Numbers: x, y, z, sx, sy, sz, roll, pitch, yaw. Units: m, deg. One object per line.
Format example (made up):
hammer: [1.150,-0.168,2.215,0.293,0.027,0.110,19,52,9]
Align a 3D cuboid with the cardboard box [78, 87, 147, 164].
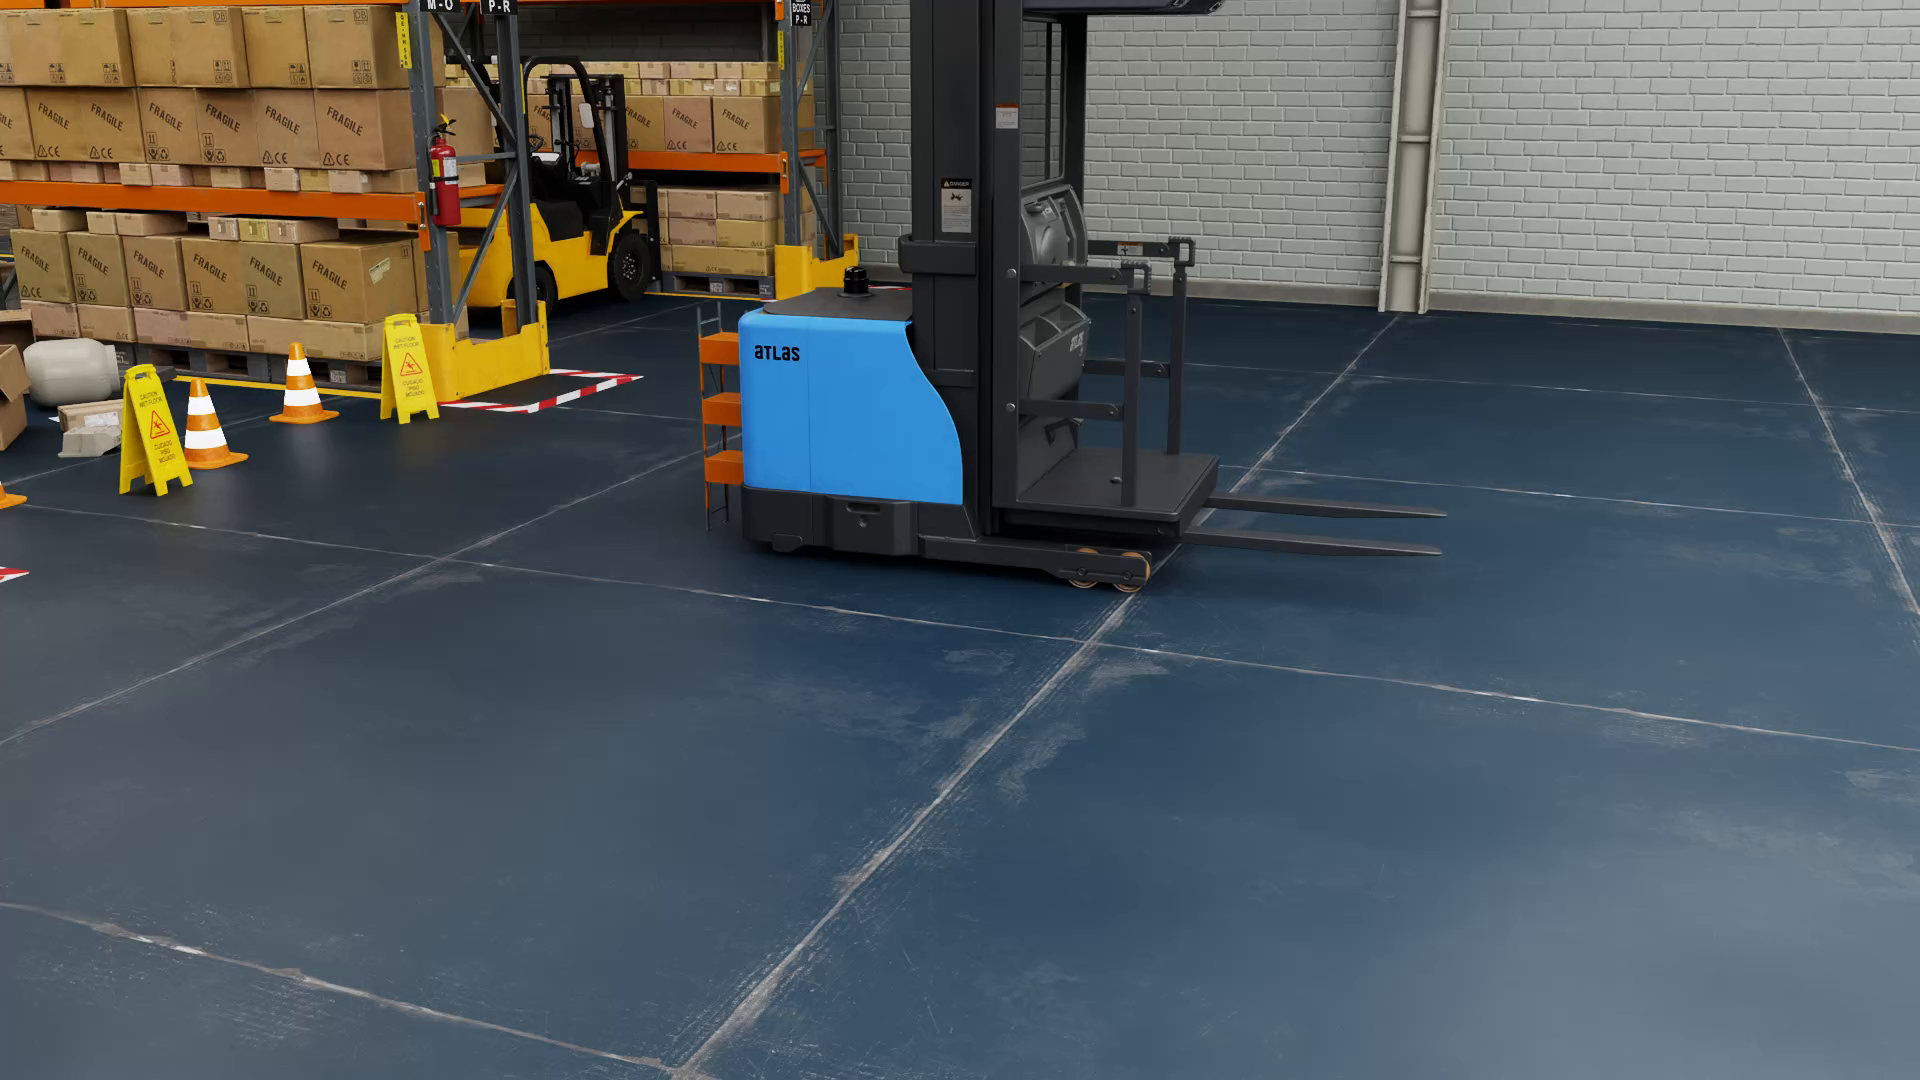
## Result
cardboard box: [-5.654,-2.870,11.467,0.500,0.500,0.500,6,17,20]

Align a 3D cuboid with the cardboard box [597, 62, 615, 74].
cardboard box: [-3.200,-4.415,15.625,0.250,0.149,0.380,7,17,21]

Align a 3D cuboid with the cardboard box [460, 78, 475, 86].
cardboard box: [-4.640,-4.417,16.165,0.250,0.149,0.380,7,17,22]

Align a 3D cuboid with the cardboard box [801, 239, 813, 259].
cardboard box: [-1.745,-2.757,15.970,0.500,0.250,0.500,6,17,21]

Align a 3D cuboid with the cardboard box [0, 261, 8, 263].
cardboard box: [-8.058,-1.962,13.012,0.625,0.372,0.950,7,18,24]

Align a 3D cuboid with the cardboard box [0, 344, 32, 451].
cardboard box: [-5.741,-0.812,9.567,0.637,0.503,0.797,-5,17,-18]

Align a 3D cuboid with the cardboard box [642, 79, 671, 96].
cardboard box: [-2.745,-4.202,15.424,0.250,0.149,0.380,6,17,19]

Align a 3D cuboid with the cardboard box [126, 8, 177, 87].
cardboard box: [-5.126,-3.320,11.225,0.500,0.500,0.700,6,17,20]

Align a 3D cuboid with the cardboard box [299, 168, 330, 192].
cardboard box: [-4.111,-2.379,10.937,0.250,0.149,0.380,6,17,20]

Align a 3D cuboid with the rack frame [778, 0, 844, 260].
rack frame: [-1.360,-3.775,15.298,0.127,3.000,1.000,6,17,21]

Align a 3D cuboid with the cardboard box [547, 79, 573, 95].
cardboard box: [-3.701,-4.305,15.779,0.250,0.149,0.380,6,17,19]

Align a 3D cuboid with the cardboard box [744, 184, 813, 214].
cardboard box: [-1.738,-3.235,15.821,0.500,0.250,0.500,6,17,20]

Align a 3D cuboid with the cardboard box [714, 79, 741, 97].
cardboard box: [-2.034,-4.116,15.128,0.250,0.149,0.380,7,17,22]

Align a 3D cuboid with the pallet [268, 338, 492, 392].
pallet: [-3.991,-1.248,11.595,1.213,0.211,1.003,6,17,21]

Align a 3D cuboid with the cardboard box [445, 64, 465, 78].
cardboard box: [-4.893,-4.577,16.184,0.250,0.149,0.380,7,17,22]

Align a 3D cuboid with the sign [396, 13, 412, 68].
sign: [-3.400,-3.053,10.168,0.005,0.325,0.100,6,17,21]

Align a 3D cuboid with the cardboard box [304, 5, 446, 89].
cardboard box: [-3.733,-3.154,10.652,0.500,0.500,0.700,6,17,19]

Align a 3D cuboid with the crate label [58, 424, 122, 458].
crate label: [-4.896,-0.564,9.370,0.298,0.136,0.250,-2,16,-8]

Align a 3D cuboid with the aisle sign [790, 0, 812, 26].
aisle sign: [-1.407,-4.941,14.650,0.004,0.787,0.394,6,17,21]

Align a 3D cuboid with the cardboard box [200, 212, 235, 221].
cardboard box: [-7.616,-3.523,17.934,0.625,0.625,0.875,7,18,22]

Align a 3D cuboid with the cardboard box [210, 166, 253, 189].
cardboard box: [-4.820,-2.462,11.226,0.250,0.149,0.380,6,17,20]

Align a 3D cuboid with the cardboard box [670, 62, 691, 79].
cardboard box: [-2.469,-4.341,15.371,0.250,0.149,0.380,6,17,21]

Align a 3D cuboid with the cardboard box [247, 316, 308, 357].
cardboard box: [-4.507,-1.437,11.421,0.500,0.250,0.500,6,17,21]

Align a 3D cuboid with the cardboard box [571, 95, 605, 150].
cardboard box: [-3.342,-3.962,15.761,0.500,0.500,0.500,6,17,21]

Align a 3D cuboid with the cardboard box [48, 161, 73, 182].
cardboard box: [-6.211,-2.629,11.800,0.250,0.149,0.380,6,17,20]

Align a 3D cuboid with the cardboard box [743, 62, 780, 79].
cardboard box: [-1.771,-4.260,15.090,0.250,0.149,0.380,6,17,21]

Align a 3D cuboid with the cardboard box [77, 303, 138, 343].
cardboard box: [-5.948,-1.596,11.969,0.500,0.250,0.500,7,18,24]

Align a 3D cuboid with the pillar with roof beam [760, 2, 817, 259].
pillar with roof beam: [-3.257,-5.845,11.666,0.400,9.000,9.100,6,17,21]

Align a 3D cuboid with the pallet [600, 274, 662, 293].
pallet: [-3.218,-2.629,16.350,1.213,0.211,1.003,6,17,21]

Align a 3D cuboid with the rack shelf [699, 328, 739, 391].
rack shelf: [-1.039,-0.824,7.648,0.240,0.259,0.215,6,17,21]

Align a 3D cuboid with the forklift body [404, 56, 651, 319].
forklift body: [-3.793,-3.088,14.454,1.214,2.155,2.313,6,17,21]

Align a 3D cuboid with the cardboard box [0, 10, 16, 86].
cardboard box: [-6.569,-3.466,11.728,0.500,0.500,0.700,6,17,20]

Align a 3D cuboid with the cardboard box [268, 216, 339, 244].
cardboard box: [-4.385,-2.075,11.110,0.250,0.149,0.380,7,18,22]

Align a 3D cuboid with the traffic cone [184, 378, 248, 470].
traffic cone: [-4.142,-0.656,9.103,0.334,0.463,0.336,6,17,21]

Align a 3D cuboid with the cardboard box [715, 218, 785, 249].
cardboard box: [-1.928,-2.865,15.445,0.500,0.250,0.500,6,17,20]

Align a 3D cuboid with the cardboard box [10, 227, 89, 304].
cardboard box: [-6.449,-2.008,12.042,0.500,0.500,0.500,7,18,23]

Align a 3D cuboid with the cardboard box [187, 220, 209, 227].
cardboard box: [-5.776,-2.095,12.345,0.500,0.500,0.500,7,17,22]

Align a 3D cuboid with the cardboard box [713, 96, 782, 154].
cardboard box: [-1.914,-3.805,15.222,0.500,0.500,0.500,6,17,19]

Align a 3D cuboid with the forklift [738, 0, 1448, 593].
forklift: [0.594,-1.354,7.082,3.031,2.935,1.130,5,17,17]

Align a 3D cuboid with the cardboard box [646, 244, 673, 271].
cardboard box: [-2.834,-2.729,15.874,0.500,0.250,0.500,6,17,21]

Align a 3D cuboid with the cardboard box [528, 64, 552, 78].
cardboard box: [-3.923,-4.478,15.841,0.250,0.149,0.380,6,17,20]

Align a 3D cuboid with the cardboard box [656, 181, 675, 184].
cardboard box: [-3.139,-3.393,16.367,0.500,0.250,0.500,6,17,20]

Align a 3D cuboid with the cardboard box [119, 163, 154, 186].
cardboard box: [-5.537,-2.527,11.450,0.250,0.149,0.380,6,17,21]

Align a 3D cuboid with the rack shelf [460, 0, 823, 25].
rack shelf: [-3.221,-5.075,15.684,4.000,0.370,1.077,6,17,21]

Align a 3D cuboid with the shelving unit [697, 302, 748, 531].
shelving unit: [-1.039,-0.561,7.724,0.252,1.050,0.215,6,17,21]

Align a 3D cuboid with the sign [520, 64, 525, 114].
sign: [-2.979,-3.044,11.226,0.005,0.325,0.100,6,17,21]

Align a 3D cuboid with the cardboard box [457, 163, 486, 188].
cardboard box: [-3.418,-2.455,11.201,0.250,0.149,0.380,6,17,21]

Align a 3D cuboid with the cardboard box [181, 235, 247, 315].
cardboard box: [-4.972,-1.849,11.496,0.500,0.500,0.500,6,17,19]

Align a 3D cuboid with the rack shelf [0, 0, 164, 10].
rack shelf: [-10.663,-5.893,18.503,4.000,0.370,1.077,6,17,21]

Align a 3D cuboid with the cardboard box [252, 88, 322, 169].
cardboard box: [-4.248,-2.715,10.932,0.500,0.500,0.500,6,17,21]

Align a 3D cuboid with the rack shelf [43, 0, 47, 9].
rack shelf: [-8.759,-4.196,12.658,4.000,0.370,1.077,6,17,21]

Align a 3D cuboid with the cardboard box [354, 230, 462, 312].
cardboard box: [-3.849,-1.885,11.621,0.500,0.500,0.500,6,17,19]

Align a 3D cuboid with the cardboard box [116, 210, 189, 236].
cardboard box: [-5.624,-2.212,11.583,0.250,0.149,0.380,7,18,24]

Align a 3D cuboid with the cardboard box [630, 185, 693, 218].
cardboard box: [-2.853,-3.203,15.710,0.500,0.250,0.500,7,17,21]
